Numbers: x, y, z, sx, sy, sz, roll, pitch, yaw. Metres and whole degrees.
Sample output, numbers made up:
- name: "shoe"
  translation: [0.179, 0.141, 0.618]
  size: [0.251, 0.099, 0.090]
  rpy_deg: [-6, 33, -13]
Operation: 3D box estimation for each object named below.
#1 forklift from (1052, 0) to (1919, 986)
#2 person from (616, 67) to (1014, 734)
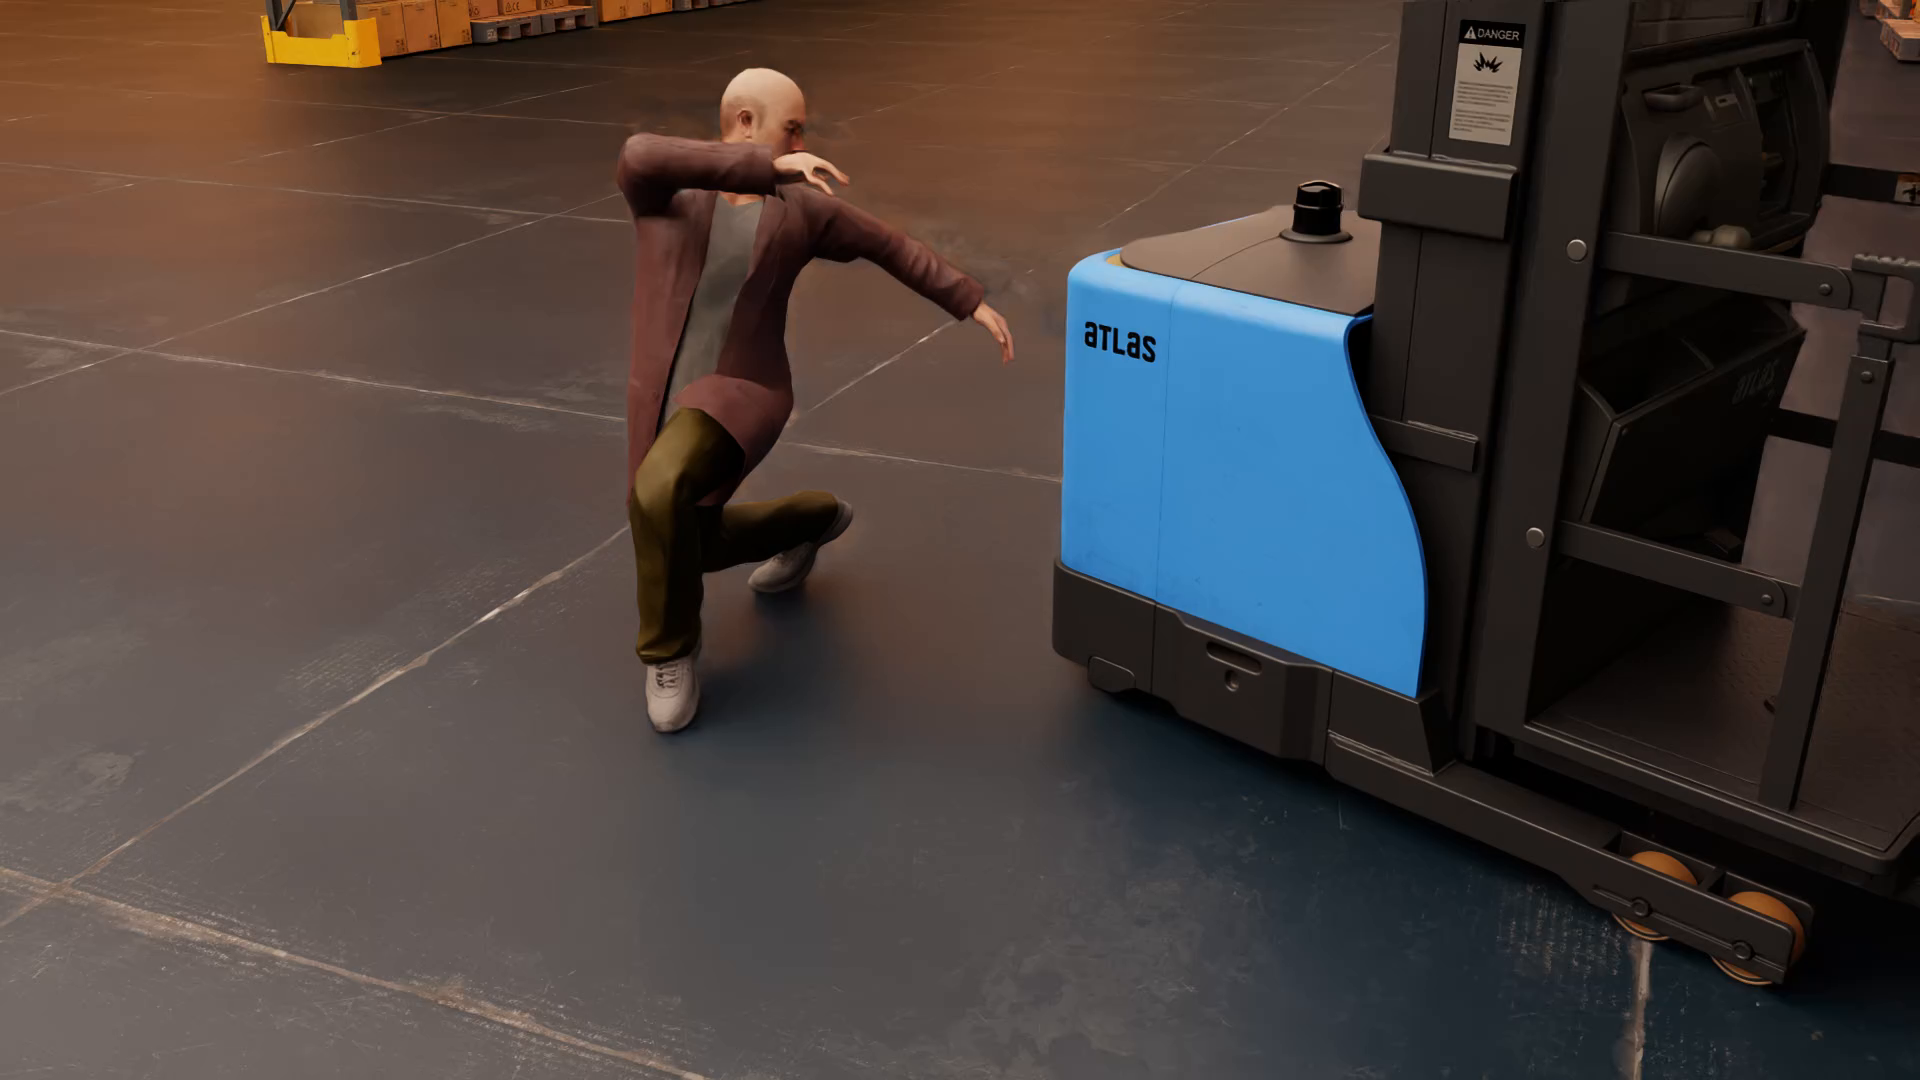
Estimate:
- name: "forklift"
  translation: [1.637, -0.749, 3.084]
  size: [3.031, 2.935, 1.130]
  rpy_deg: [21, 30, 40]
- name: "person"
  translation: [-0.401, -0.389, 4.130]
  size: [0.957, 1.477, 1.055]
  rpy_deg: [5, 23, 11]
